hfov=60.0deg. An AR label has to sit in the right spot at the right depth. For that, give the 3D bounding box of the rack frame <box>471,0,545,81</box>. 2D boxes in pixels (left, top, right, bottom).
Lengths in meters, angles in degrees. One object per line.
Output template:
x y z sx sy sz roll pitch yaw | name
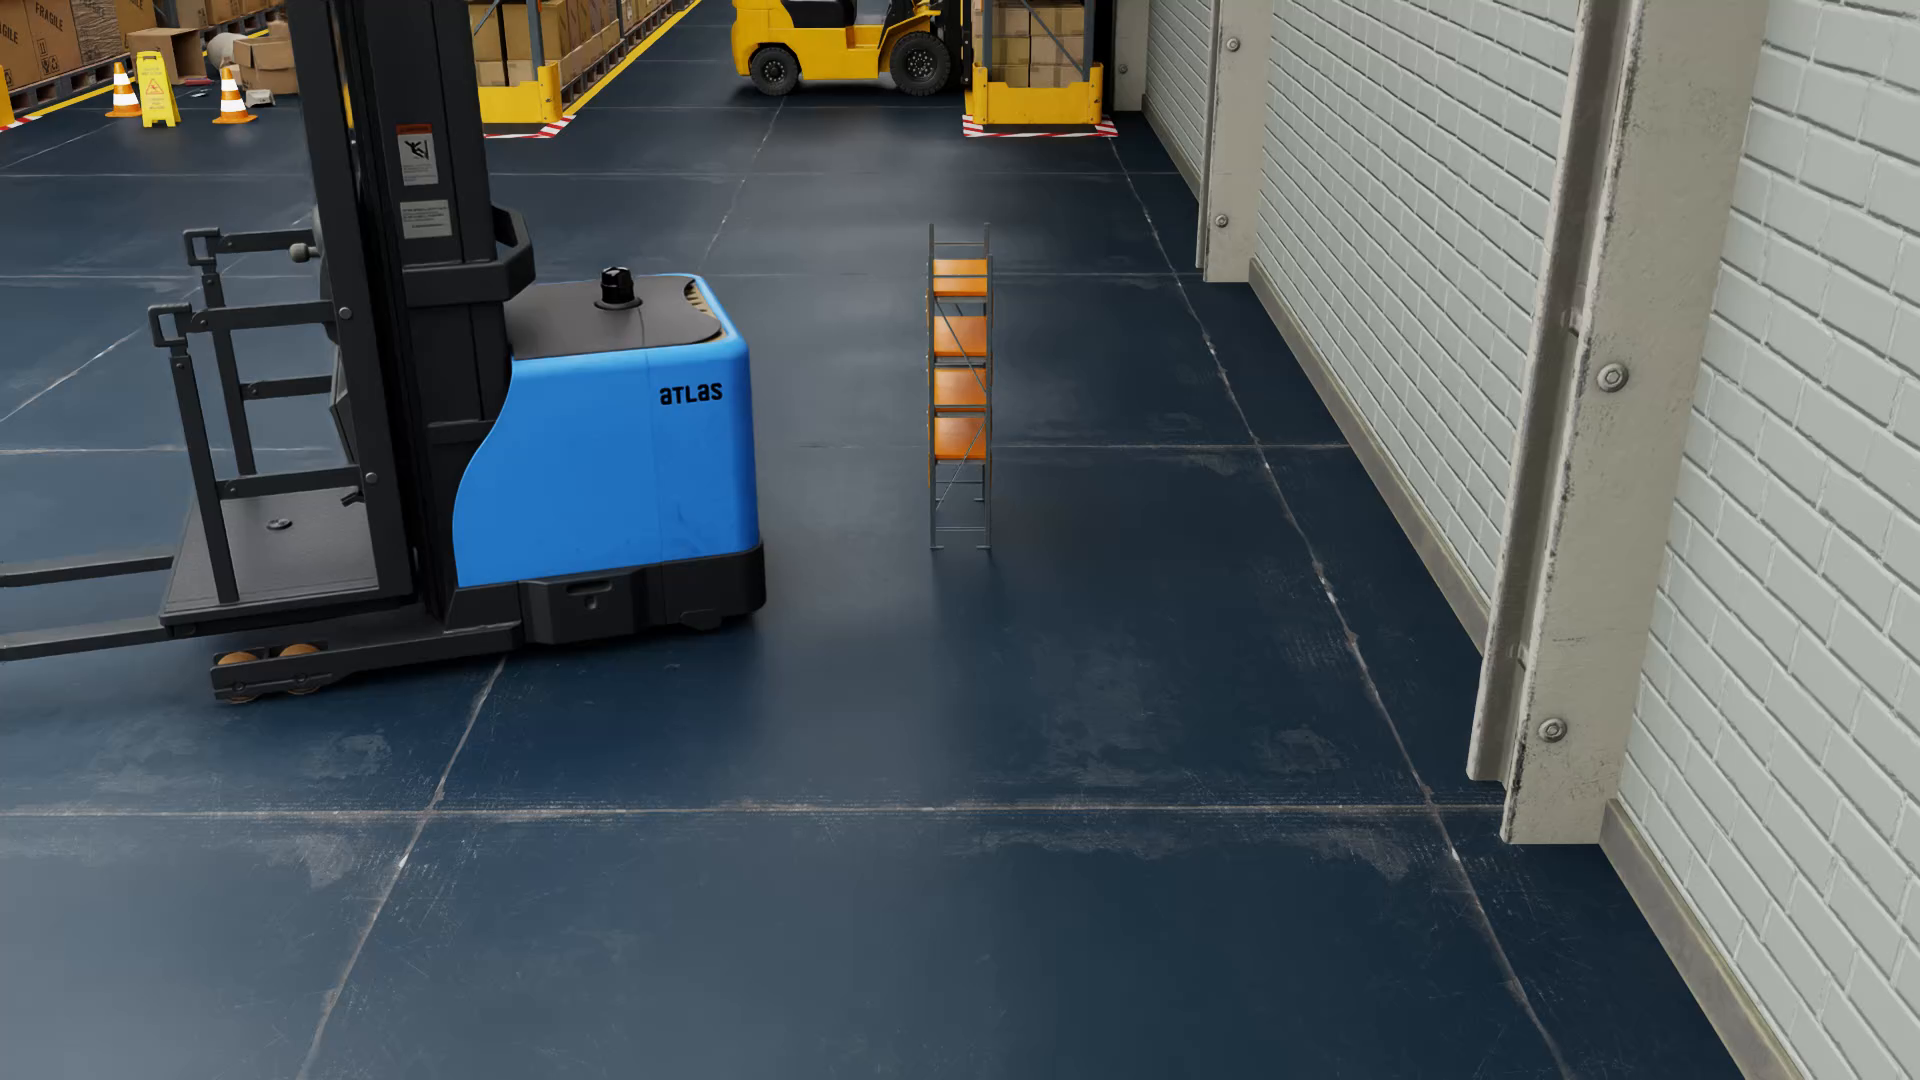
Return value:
-4.260 -5.201 14.609 1.000 3.000 0.127 0 24 -1 | rack frame

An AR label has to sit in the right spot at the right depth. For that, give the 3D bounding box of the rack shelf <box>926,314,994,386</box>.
-0.002 -0.757 6.589 0.258 0.148 0.480 0 24 -1 | rack shelf

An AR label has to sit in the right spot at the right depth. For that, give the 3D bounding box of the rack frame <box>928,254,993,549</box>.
0.001 -0.514 6.431 0.240 1.200 0.015 0 24 -1 | rack frame

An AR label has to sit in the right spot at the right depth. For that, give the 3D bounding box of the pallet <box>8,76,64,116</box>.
-9.296 -4.195 15.770 1.003 0.211 1.213 0 24 -1 | pallet

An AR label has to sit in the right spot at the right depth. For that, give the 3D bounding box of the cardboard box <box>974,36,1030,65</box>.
0.385 -4.590 15.479 0.500 0.250 0.500 -1 24 -1 | cardboard box

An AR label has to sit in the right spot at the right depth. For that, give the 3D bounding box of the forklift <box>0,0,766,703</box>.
-2.283 -1.035 5.481 3.031 2.935 1.130 -7 25 -16 | forklift

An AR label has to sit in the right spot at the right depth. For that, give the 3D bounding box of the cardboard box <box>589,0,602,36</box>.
-4.015 -5.467 17.114 0.500 0.500 0.500 1 24 2 | cardboard box

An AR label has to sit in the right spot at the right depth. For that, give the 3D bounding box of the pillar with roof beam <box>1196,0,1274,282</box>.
-2.642 -5.757 8.559 9.100 9.000 0.400 0 24 -1 | pillar with roof beam

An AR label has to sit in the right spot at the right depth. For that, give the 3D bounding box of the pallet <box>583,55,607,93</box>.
-4.245 -4.798 17.102 1.003 0.211 1.213 0 24 -1 | pallet

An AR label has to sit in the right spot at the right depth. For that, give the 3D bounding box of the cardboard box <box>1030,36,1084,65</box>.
0.906 -4.585 15.469 0.500 0.250 0.500 0 24 0 | cardboard box

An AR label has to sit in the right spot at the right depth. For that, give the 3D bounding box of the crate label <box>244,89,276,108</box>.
-6.732 -4.246 15.972 0.250 0.136 0.298 -14 28 -28 | crate label

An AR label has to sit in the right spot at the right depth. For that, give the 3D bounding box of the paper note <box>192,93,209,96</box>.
-7.528 -4.420 16.487 0.144 0.017 0.142 8 26 18 | paper note

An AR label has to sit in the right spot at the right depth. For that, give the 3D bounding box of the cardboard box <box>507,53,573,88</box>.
-3.992 -4.473 15.826 0.500 0.250 0.500 0 24 -1 | cardboard box

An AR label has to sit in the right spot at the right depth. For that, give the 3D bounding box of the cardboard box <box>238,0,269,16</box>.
-9.366 -6.988 20.781 1.050 0.750 0.750 0 24 0 | cardboard box

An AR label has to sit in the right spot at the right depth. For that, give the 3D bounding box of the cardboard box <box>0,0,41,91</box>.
-9.282 -4.639 15.436 0.875 0.875 0.875 0 24 0 | cardboard box

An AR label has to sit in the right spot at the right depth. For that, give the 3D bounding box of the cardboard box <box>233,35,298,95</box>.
-6.811 -4.776 16.698 0.797 0.503 0.637 -19 31 -36 | cardboard box

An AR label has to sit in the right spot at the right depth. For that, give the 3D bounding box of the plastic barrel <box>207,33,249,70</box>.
-7.706 -5.151 17.624 0.512 0.421 0.421 19 30 35 | plastic barrel

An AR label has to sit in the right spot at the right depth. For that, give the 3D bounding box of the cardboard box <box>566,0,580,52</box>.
-4.003 -5.040 16.170 0.500 0.500 0.500 -1 24 -3 | cardboard box

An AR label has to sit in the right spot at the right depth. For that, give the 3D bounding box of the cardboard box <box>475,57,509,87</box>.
-4.538 -4.481 15.844 0.500 0.250 0.500 0 24 -1 | cardboard box

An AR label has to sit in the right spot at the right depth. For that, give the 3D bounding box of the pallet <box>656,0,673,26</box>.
-4.340 -6.905 21.760 1.003 0.211 1.213 0 24 -1 | pallet

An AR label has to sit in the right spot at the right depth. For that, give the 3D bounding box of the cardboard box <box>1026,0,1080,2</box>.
0.878 -5.023 15.830 0.500 0.250 0.500 0 24 0 | cardboard box

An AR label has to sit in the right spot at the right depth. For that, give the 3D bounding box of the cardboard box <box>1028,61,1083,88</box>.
0.893 -4.366 15.591 0.500 0.250 0.500 0 24 0 | cardboard box

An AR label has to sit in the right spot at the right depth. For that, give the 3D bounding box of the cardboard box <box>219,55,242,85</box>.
-7.392 -4.839 17.127 0.396 0.266 0.258 4 25 9 | cardboard box

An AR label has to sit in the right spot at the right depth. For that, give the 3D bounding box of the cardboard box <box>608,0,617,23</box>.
-4.029 -5.886 18.042 0.500 0.500 0.500 -1 24 -1 | cardboard box

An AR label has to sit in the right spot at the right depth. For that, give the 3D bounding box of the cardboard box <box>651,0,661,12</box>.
-4.335 -6.954 21.165 0.950 0.372 0.625 -1 24 -2 | cardboard box

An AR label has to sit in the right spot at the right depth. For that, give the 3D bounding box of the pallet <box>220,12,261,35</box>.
-9.352 -6.336 20.503 1.003 0.211 1.213 0 24 -1 | pallet

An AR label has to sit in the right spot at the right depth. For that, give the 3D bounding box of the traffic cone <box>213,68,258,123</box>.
-6.661 -4.071 15.190 0.336 0.463 0.334 0 24 -1 | traffic cone

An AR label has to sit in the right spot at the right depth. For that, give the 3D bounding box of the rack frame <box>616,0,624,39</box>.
-4.304 -6.849 18.253 1.000 3.000 0.127 0 24 -1 | rack frame

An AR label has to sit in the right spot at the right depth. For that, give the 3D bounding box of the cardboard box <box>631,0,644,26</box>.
-4.323 -6.355 19.841 0.950 0.372 0.625 1 24 3 | cardboard box

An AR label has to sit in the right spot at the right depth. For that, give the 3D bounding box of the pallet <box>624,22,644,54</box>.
-4.314 -5.899 19.537 1.003 0.211 1.213 0 24 -1 | pallet

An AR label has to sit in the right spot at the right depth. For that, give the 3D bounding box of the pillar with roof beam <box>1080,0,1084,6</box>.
-2.773 -10.702 19.492 9.100 9.000 0.400 0 24 -1 | pillar with roof beam

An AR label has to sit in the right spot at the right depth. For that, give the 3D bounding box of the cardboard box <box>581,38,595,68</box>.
-4.009 -4.908 16.789 0.500 0.250 0.500 1 24 3 | cardboard box

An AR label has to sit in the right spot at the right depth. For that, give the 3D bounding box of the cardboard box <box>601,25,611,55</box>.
-4.013 -5.326 17.712 0.500 0.250 0.500 -1 24 -2 | cardboard box

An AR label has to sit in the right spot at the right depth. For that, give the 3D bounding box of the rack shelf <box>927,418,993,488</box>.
-0.002 -0.373 6.763 0.258 0.148 0.480 0 24 -1 | rack shelf

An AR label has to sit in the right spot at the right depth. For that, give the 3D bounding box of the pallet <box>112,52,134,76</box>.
-9.322 -5.201 17.993 1.003 0.211 1.213 0 24 -1 | pallet

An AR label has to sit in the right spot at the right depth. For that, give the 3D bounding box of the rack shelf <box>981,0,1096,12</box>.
0.681 -5.721 16.632 1.077 0.370 4.000 0 24 -1 | rack shelf

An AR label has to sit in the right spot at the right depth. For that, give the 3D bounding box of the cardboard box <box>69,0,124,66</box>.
-9.302 -5.377 17.068 0.875 0.875 0.875 0 24 0 | cardboard box

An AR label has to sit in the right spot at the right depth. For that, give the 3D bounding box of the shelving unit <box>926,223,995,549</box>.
-0.002 -0.615 6.654 0.258 1.200 0.503 0 24 -1 | shelving unit

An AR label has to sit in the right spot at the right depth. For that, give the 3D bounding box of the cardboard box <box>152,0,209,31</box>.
-9.349 -6.207 19.053 1.050 0.750 0.750 0 24 -1 | cardboard box

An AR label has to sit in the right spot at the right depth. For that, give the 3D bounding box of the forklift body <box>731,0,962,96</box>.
-1.142 -5.611 16.546 2.313 2.155 1.214 0 24 -1 | forklift body

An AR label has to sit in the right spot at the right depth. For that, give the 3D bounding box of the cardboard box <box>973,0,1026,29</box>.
0.375 -5.017 15.817 0.500 0.250 0.500 0 24 0 | cardboard box

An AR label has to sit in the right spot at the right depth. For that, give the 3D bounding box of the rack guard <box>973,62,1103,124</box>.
0.703 -4.076 15.155 1.175 0.500 0.348 0 24 -1 | rack guard

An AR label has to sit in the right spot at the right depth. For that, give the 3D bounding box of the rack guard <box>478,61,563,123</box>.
-4.261 -4.093 15.193 1.175 0.500 0.348 0 24 -1 | rack guard
